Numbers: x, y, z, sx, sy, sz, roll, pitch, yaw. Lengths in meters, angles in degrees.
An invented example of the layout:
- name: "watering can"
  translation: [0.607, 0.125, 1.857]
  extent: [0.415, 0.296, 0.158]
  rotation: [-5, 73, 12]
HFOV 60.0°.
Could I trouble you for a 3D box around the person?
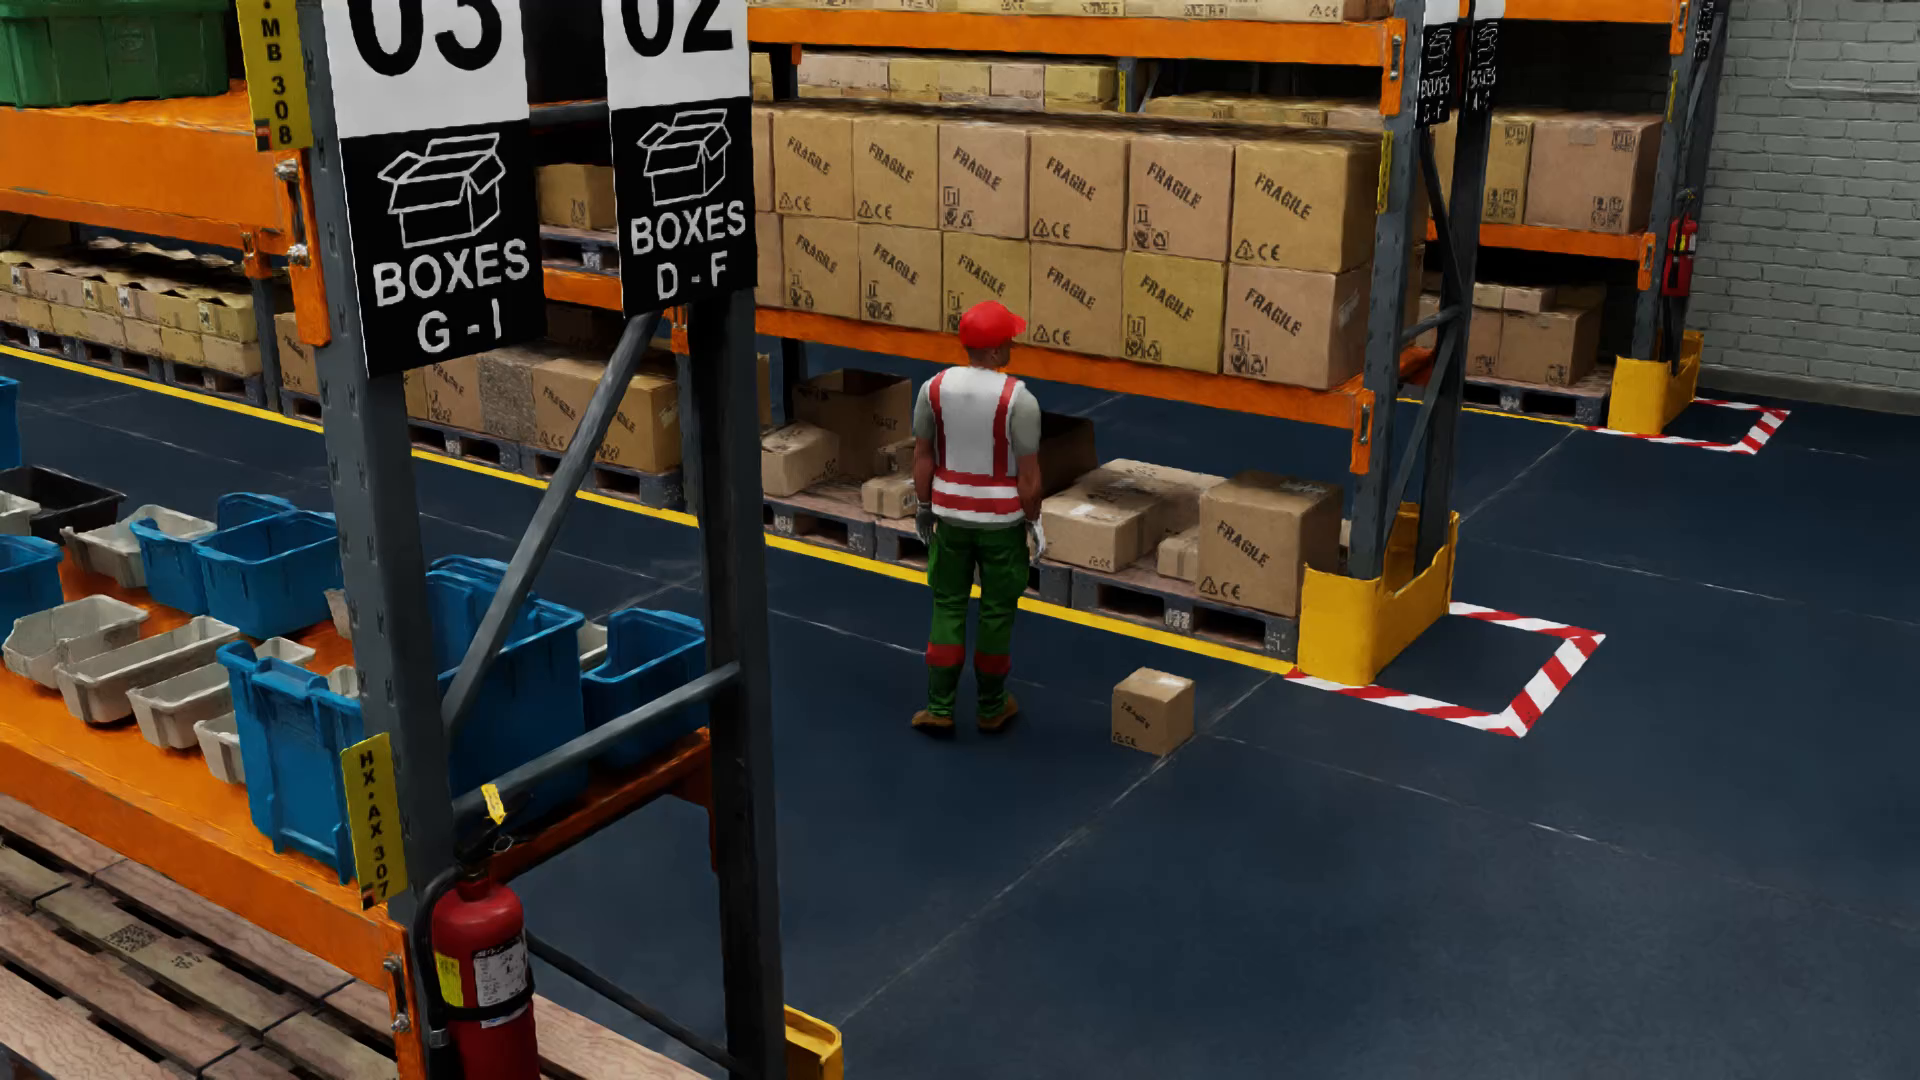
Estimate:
- name: "person"
  translation: [0.073, -0.066, 6.714]
  extent: [0.559, 1.830, 0.442]
  rotation: [7, 21, 19]
